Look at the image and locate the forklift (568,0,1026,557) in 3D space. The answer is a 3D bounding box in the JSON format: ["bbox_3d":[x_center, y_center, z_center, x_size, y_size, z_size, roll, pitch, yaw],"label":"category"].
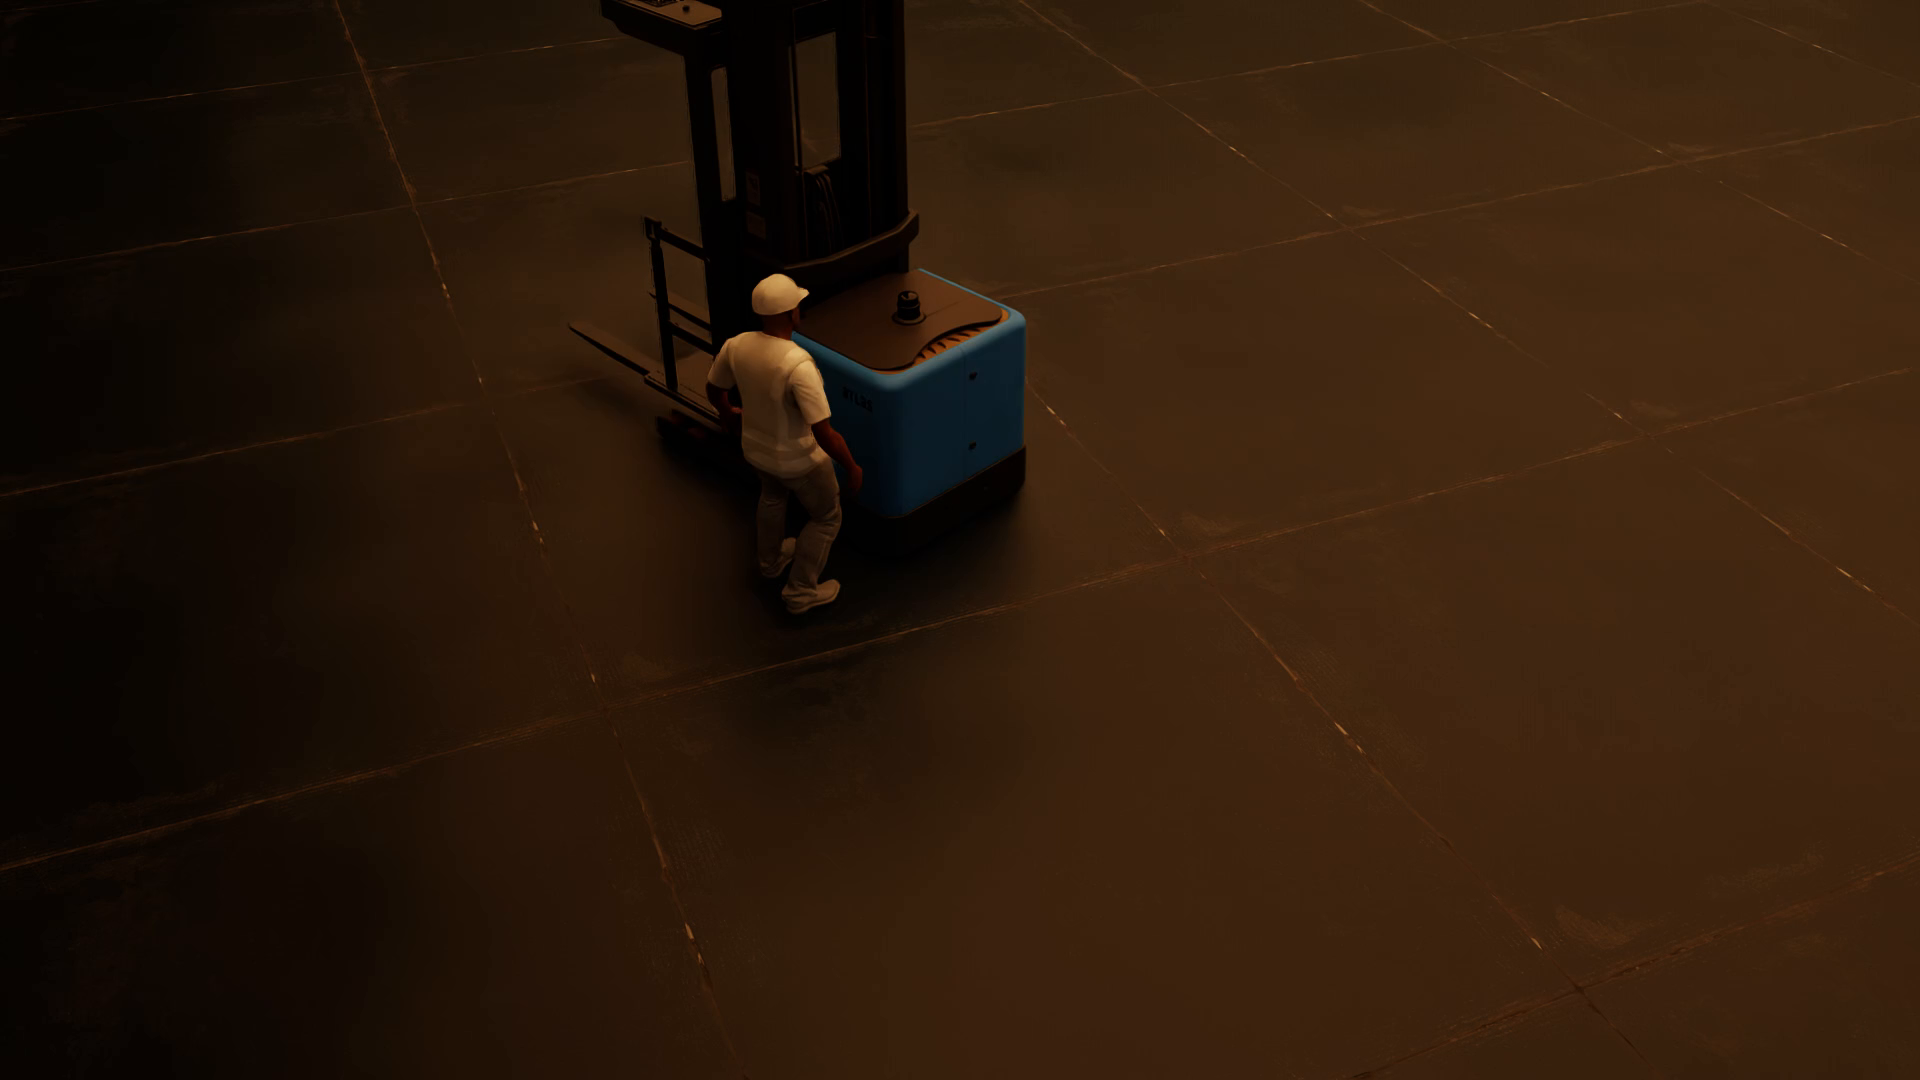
[{"bbox_3d":[-1.058,-1.852,8.703,3.031,2.935,1.130,29,45,35],"label":"forklift"}]

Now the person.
[{"bbox_3d":[-0.778,-0.454,7.795,0.875,1.728,0.476,25,42,31],"label":"person"}]
